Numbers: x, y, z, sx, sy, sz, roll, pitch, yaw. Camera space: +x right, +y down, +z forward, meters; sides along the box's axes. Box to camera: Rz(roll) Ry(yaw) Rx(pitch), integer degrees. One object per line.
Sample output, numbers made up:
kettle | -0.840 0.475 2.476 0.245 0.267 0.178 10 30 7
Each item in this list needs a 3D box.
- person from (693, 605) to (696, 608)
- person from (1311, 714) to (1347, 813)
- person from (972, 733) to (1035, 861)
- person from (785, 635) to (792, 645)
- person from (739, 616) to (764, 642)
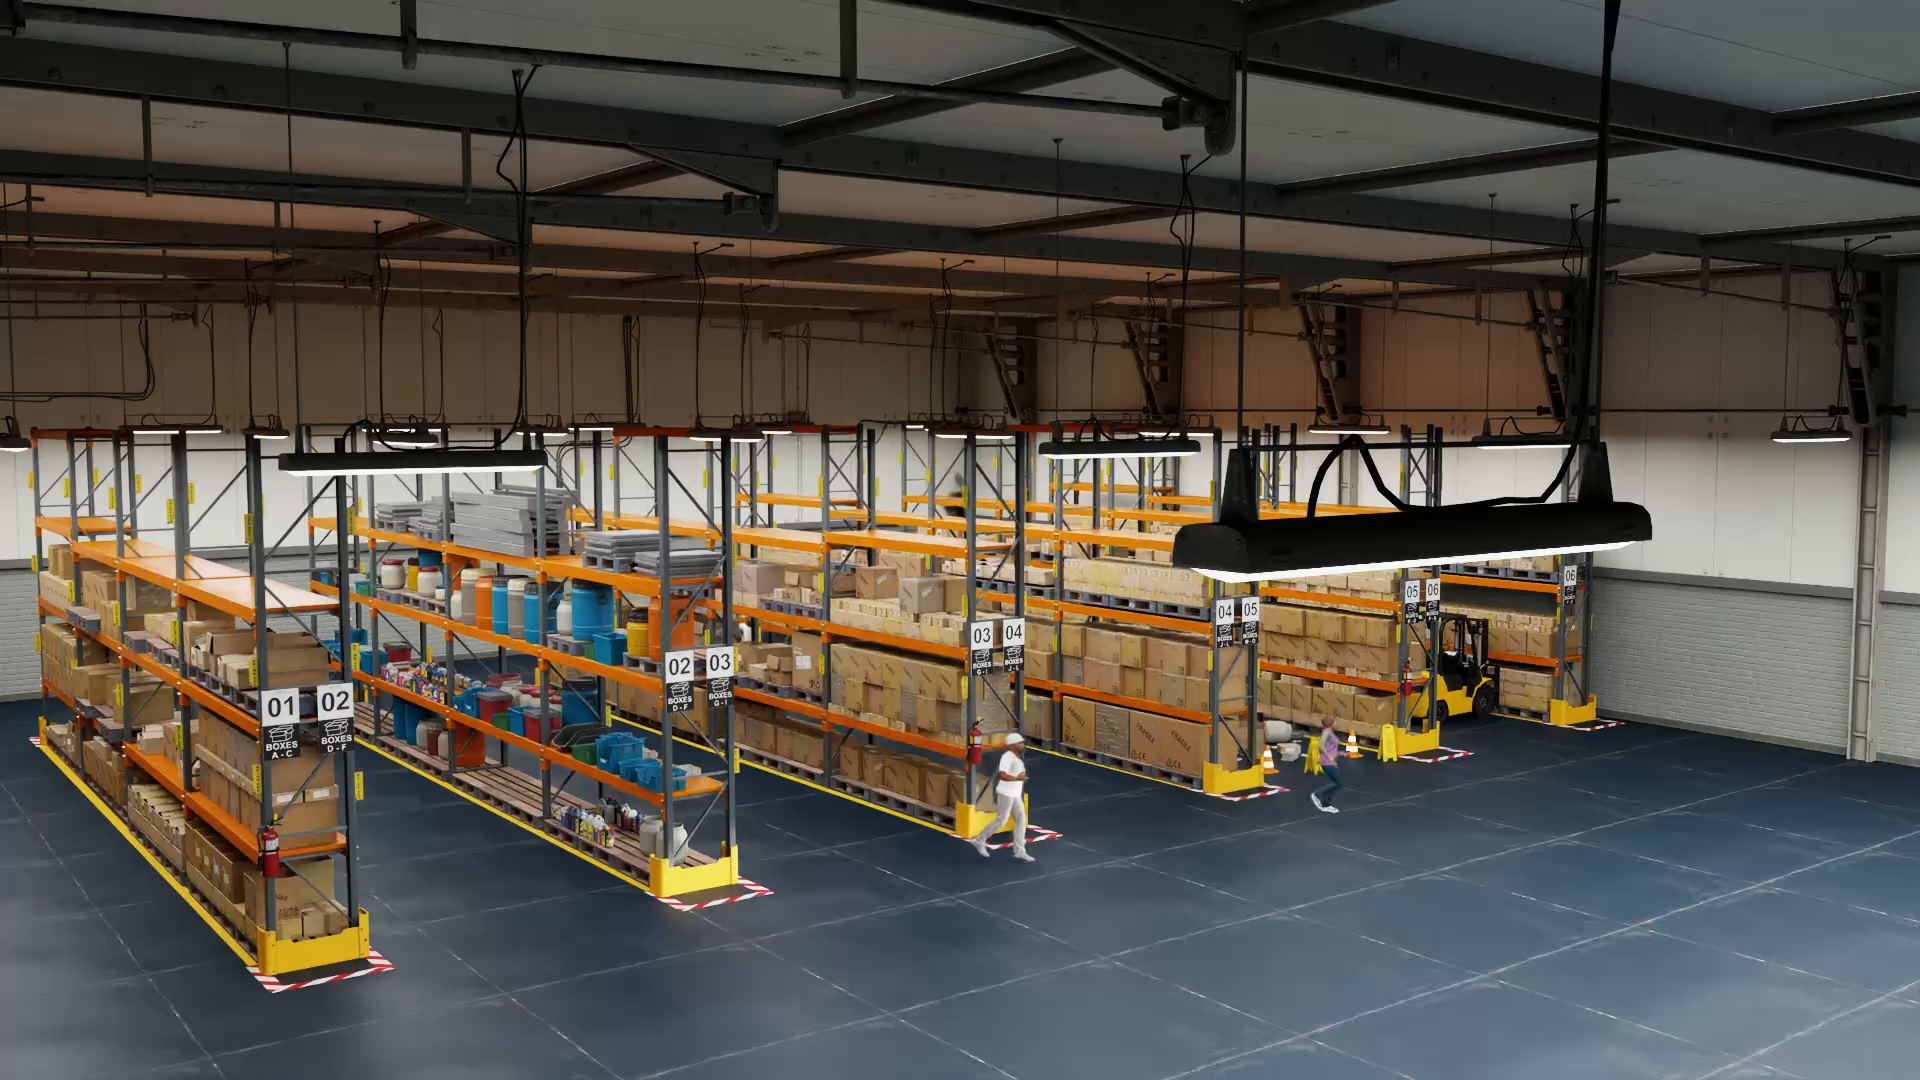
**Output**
person | -6.641 2.365 40.172 0.760 1.669 0.724 1 5 8
person | 5.795 3.506 26.108 0.541 1.556 0.562 1 5 14
person | 0.701 3.608 23.523 0.921 1.748 0.707 2 5 22
person | -4.141 2.237 41.568 0.715 1.686 0.740 1 5 17
person | -4.724 2.512 37.268 0.665 1.842 0.801 -4 6 -39
